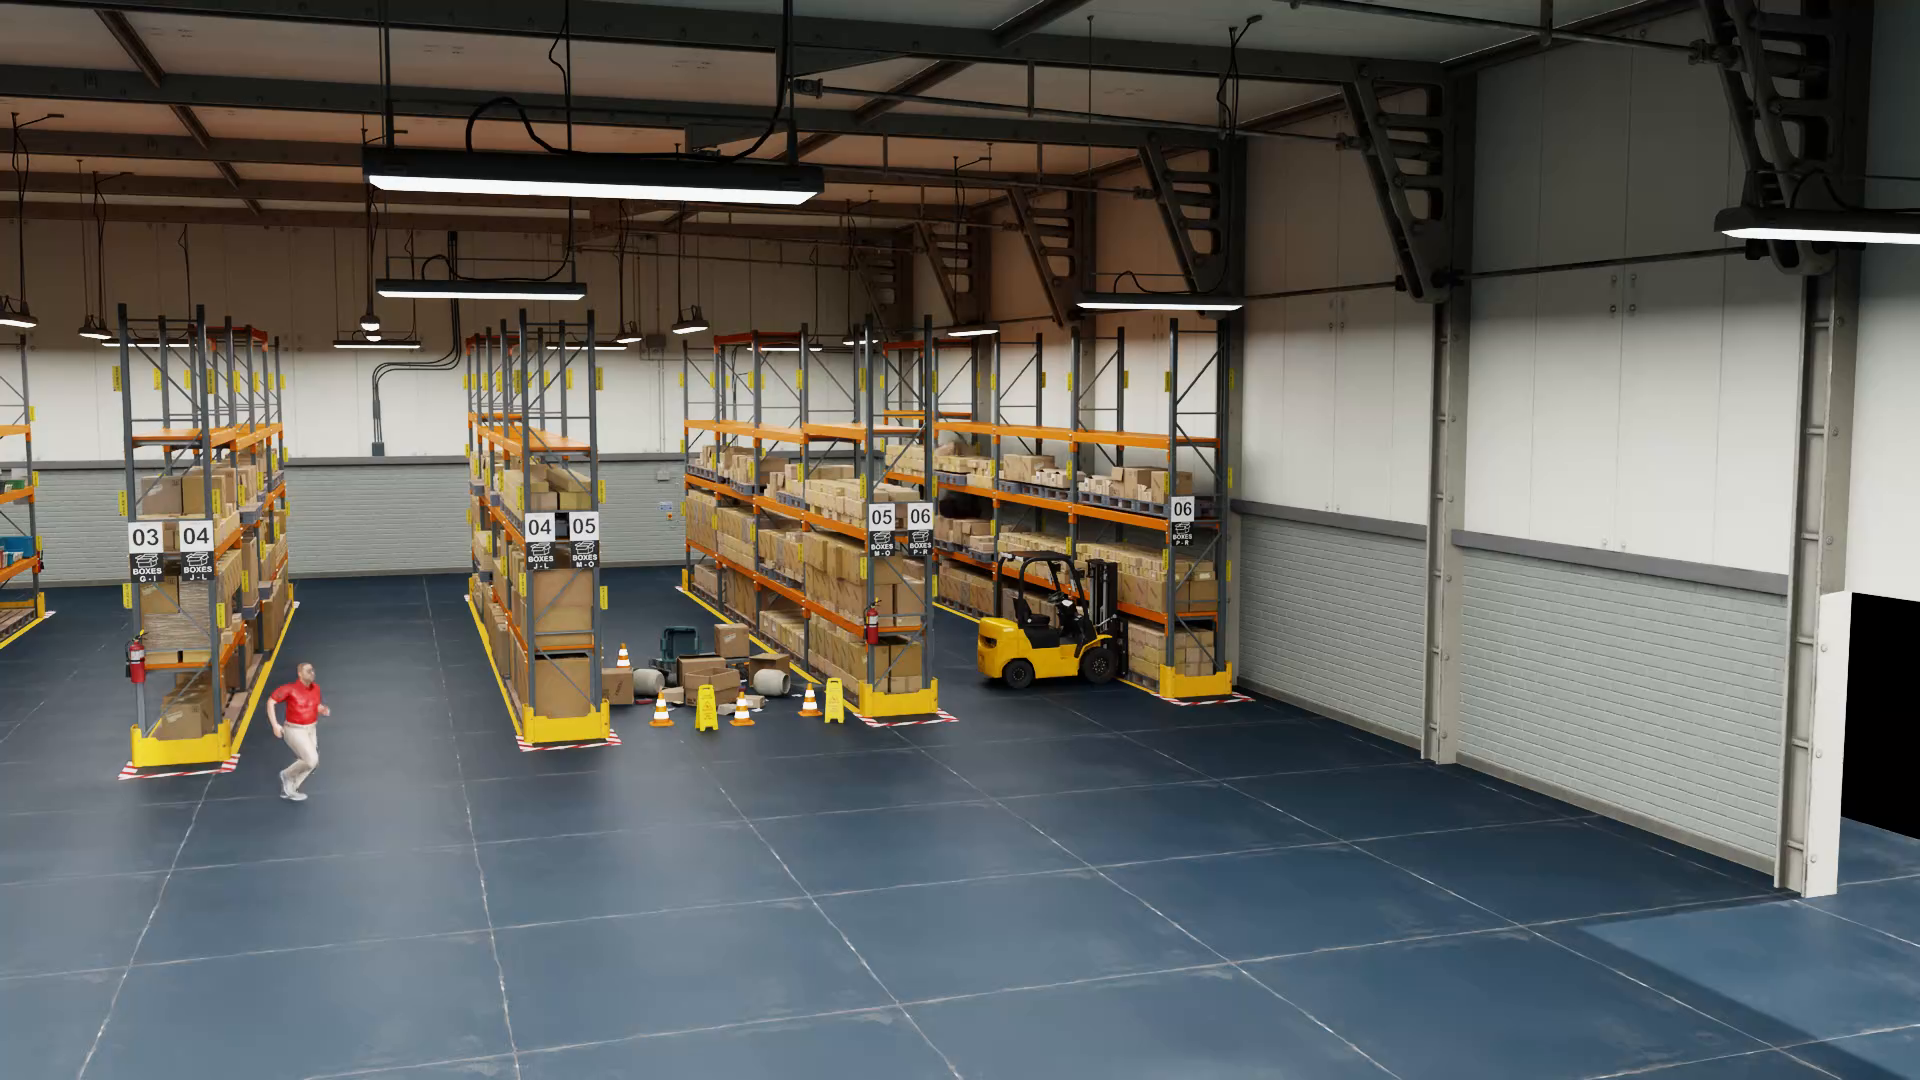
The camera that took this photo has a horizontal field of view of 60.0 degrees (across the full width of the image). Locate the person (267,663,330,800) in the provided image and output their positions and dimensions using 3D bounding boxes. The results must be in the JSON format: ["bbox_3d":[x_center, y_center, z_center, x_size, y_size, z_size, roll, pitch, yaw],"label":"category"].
[{"bbox_3d":[-7.806,2.285,19.773,0.685,1.661,0.654,2,6,18],"label":"person"}]
